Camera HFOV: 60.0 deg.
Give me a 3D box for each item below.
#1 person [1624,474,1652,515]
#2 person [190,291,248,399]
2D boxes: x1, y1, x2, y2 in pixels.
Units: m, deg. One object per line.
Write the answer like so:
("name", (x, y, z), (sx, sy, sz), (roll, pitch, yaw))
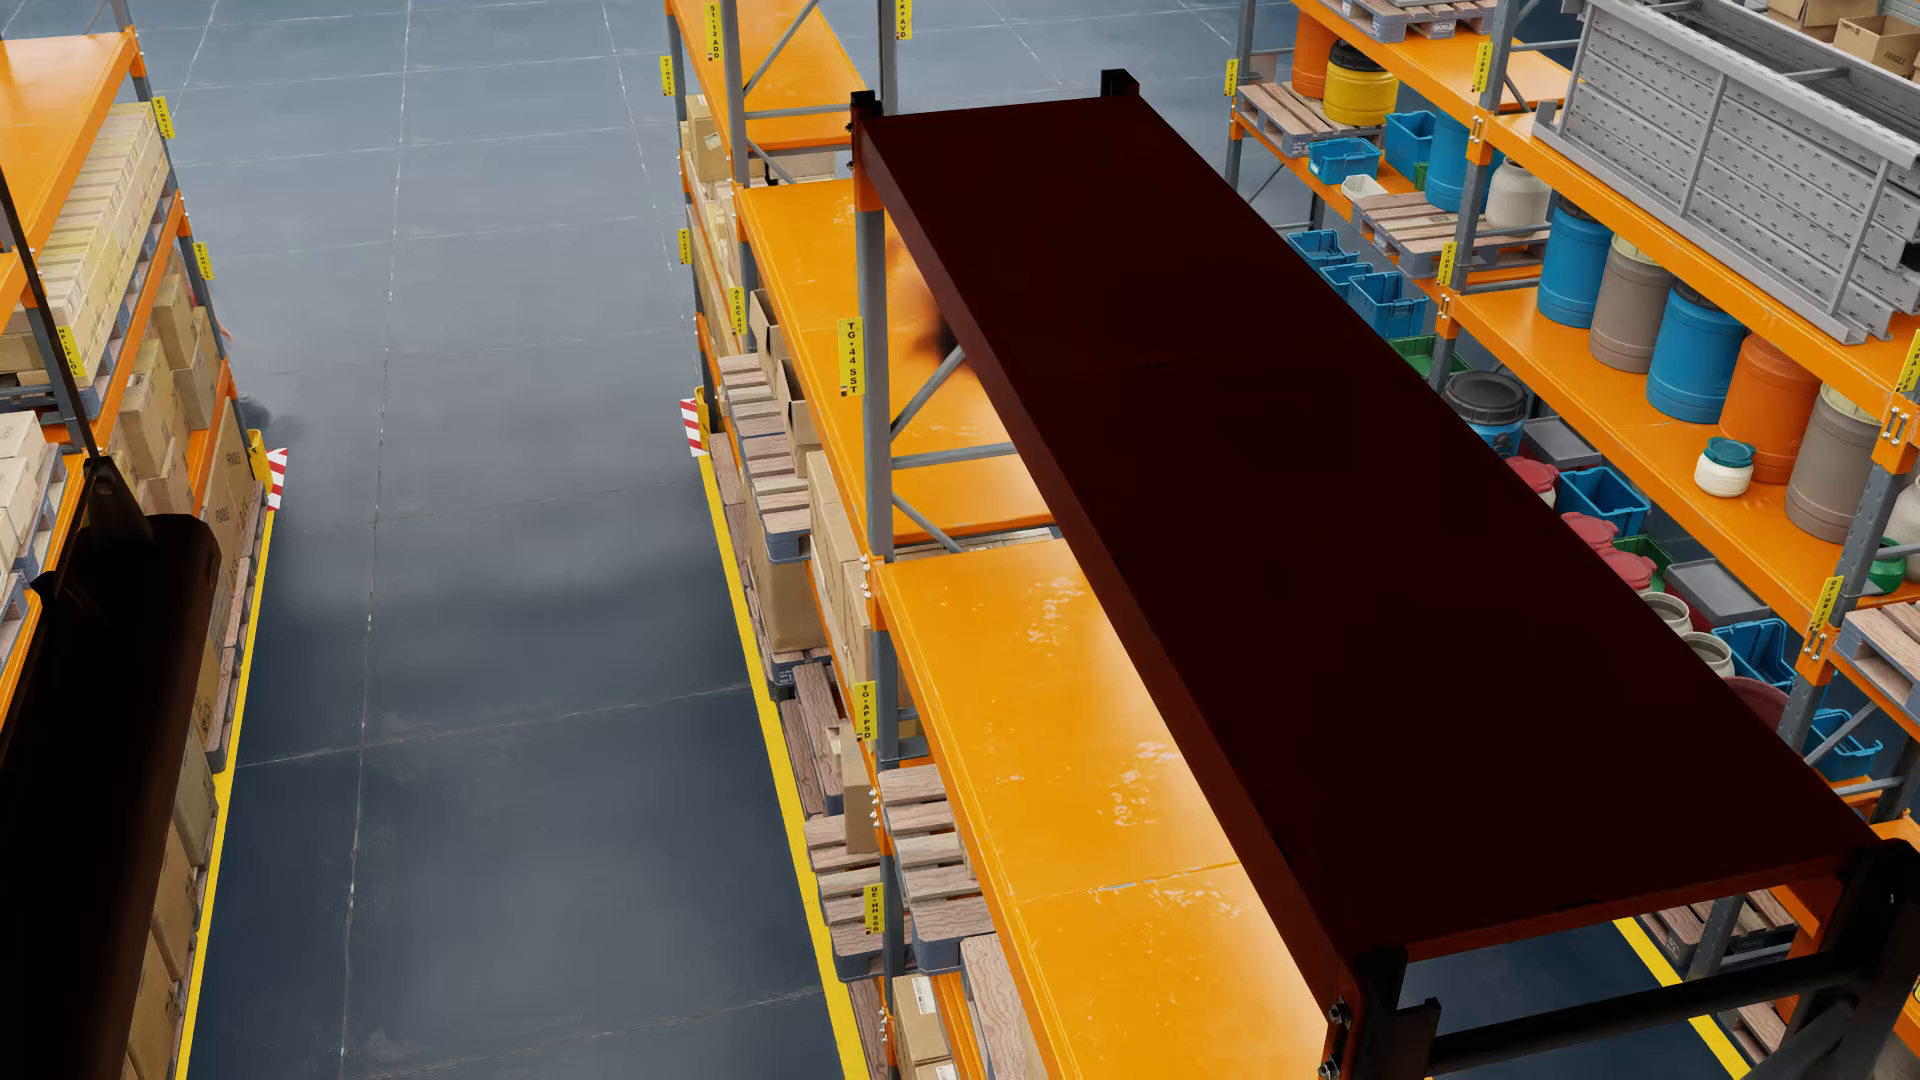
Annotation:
("person", (5.591, -0.970, 14.083), (0.584, 1.625, 0.964), (-17, 38, -23))
("person", (-7.236, -1.914, 15.491), (0.852, 1.652, 0.678), (-13, 36, -18))
